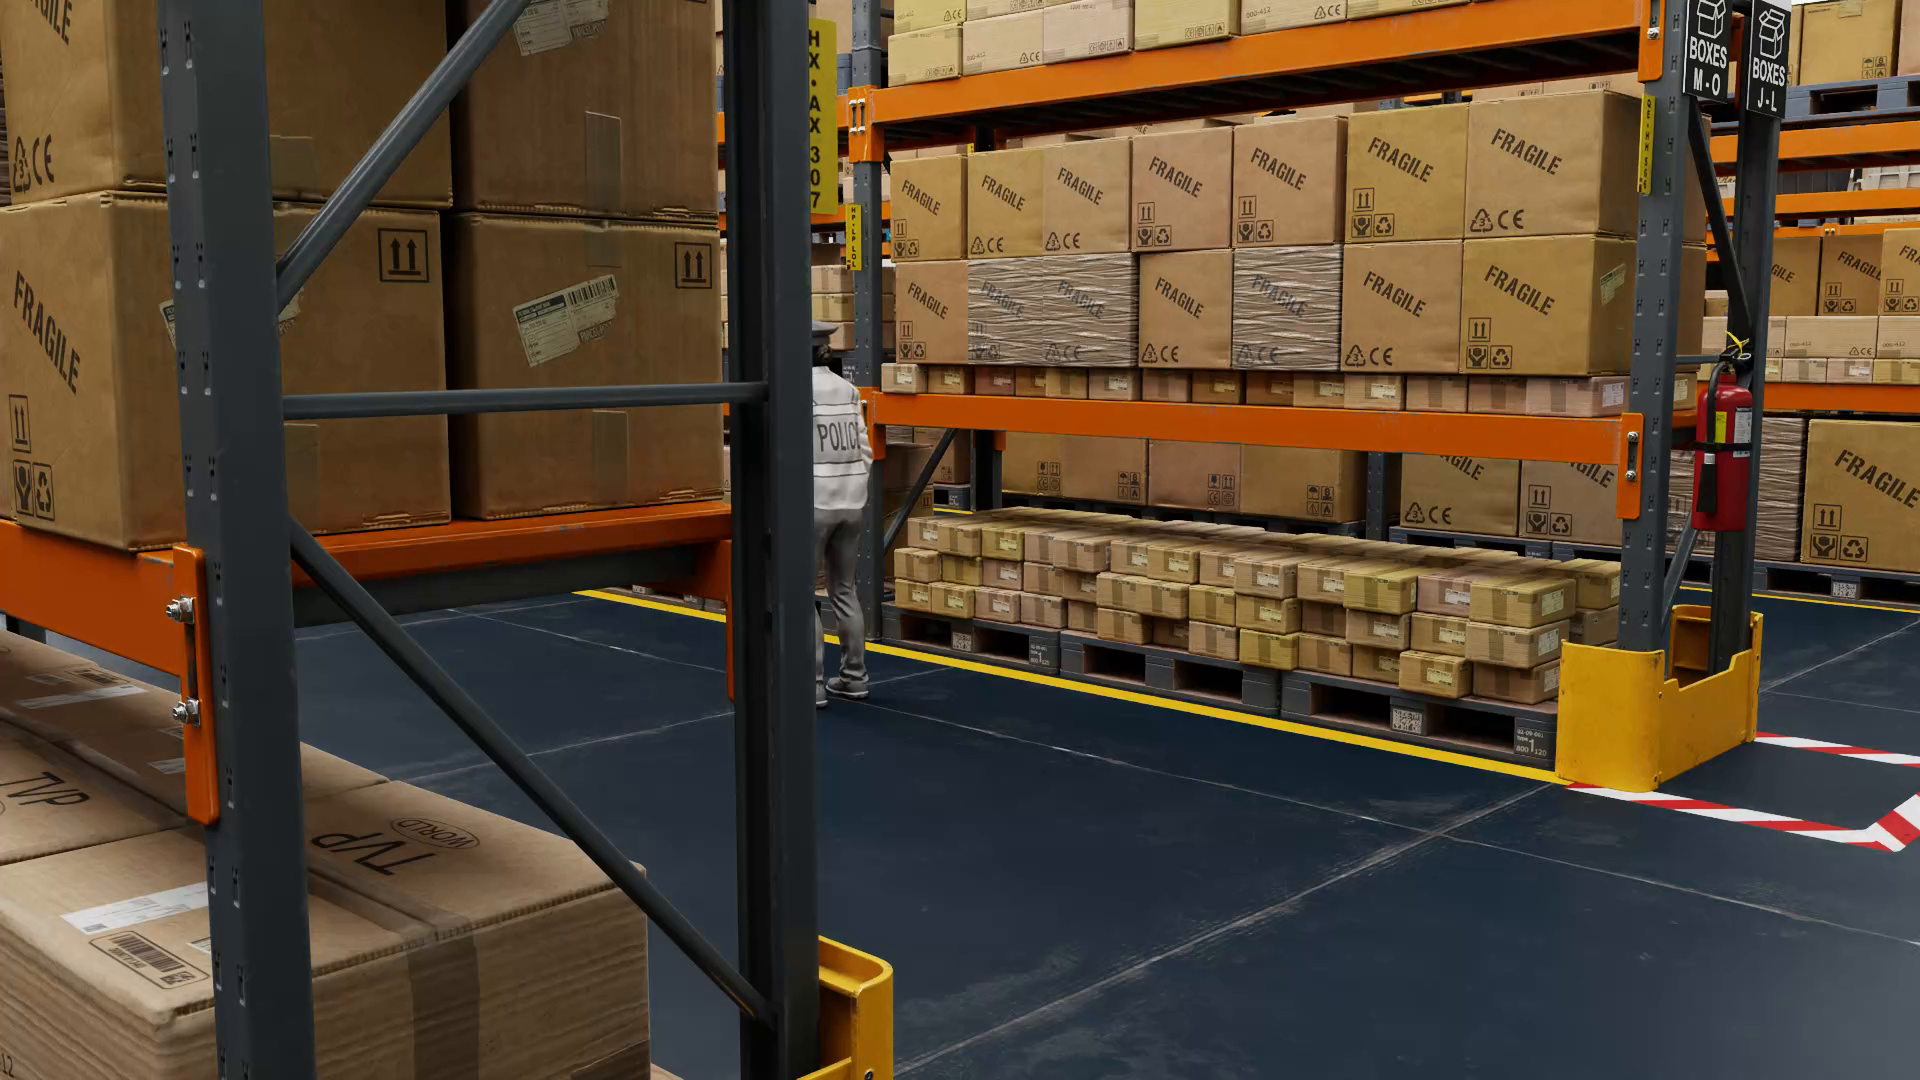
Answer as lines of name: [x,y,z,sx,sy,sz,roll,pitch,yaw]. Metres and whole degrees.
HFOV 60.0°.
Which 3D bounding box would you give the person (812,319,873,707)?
person: [-0.605,-0.116,7.175,0.371,1.664,0.529,7,10,44]
